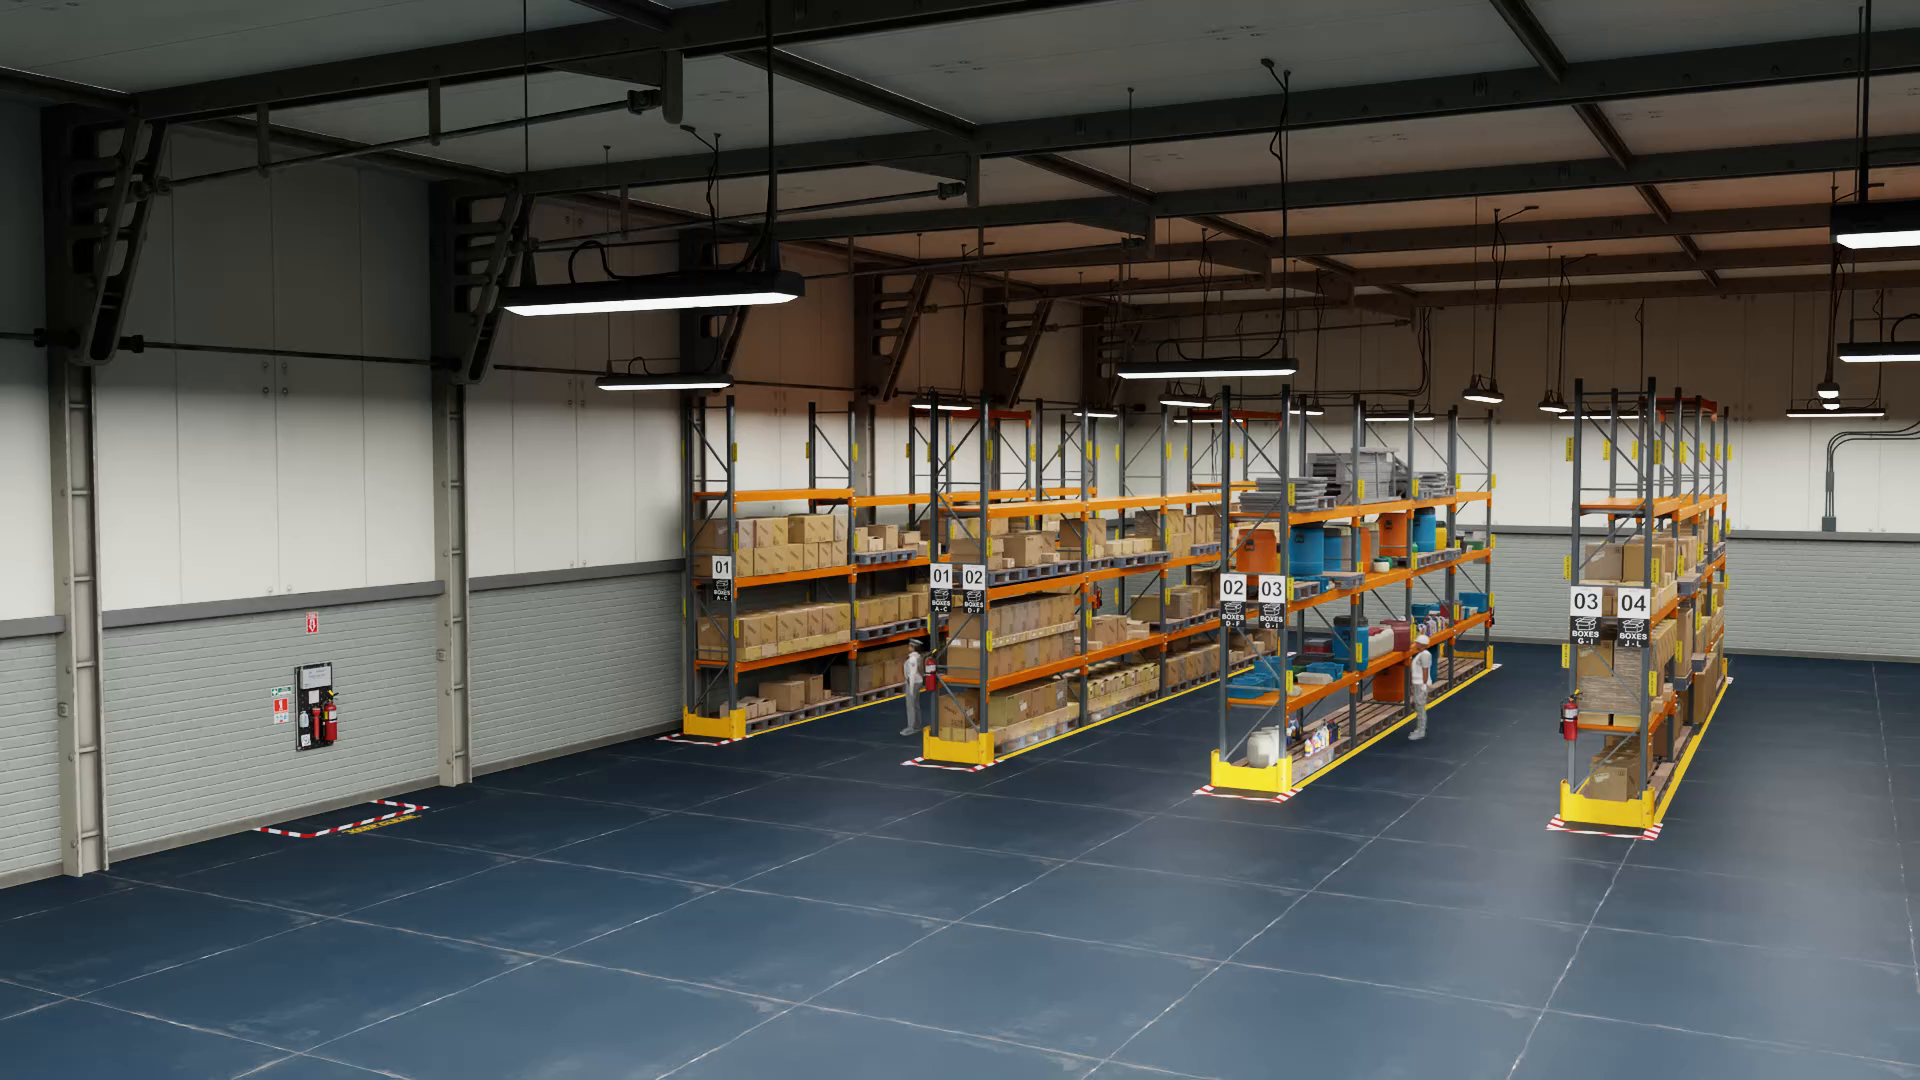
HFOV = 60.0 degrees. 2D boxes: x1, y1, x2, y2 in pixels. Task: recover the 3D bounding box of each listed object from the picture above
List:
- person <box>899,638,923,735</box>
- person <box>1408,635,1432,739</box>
[{"bbox_3d":[-0.860,2.601,29.648,0.376,1.703,0.510,1,3,13],"label":"person"},{"bbox_3d":[8.064,2.568,29.227,0.479,1.794,0.655,0,3,4],"label":"person"}]
